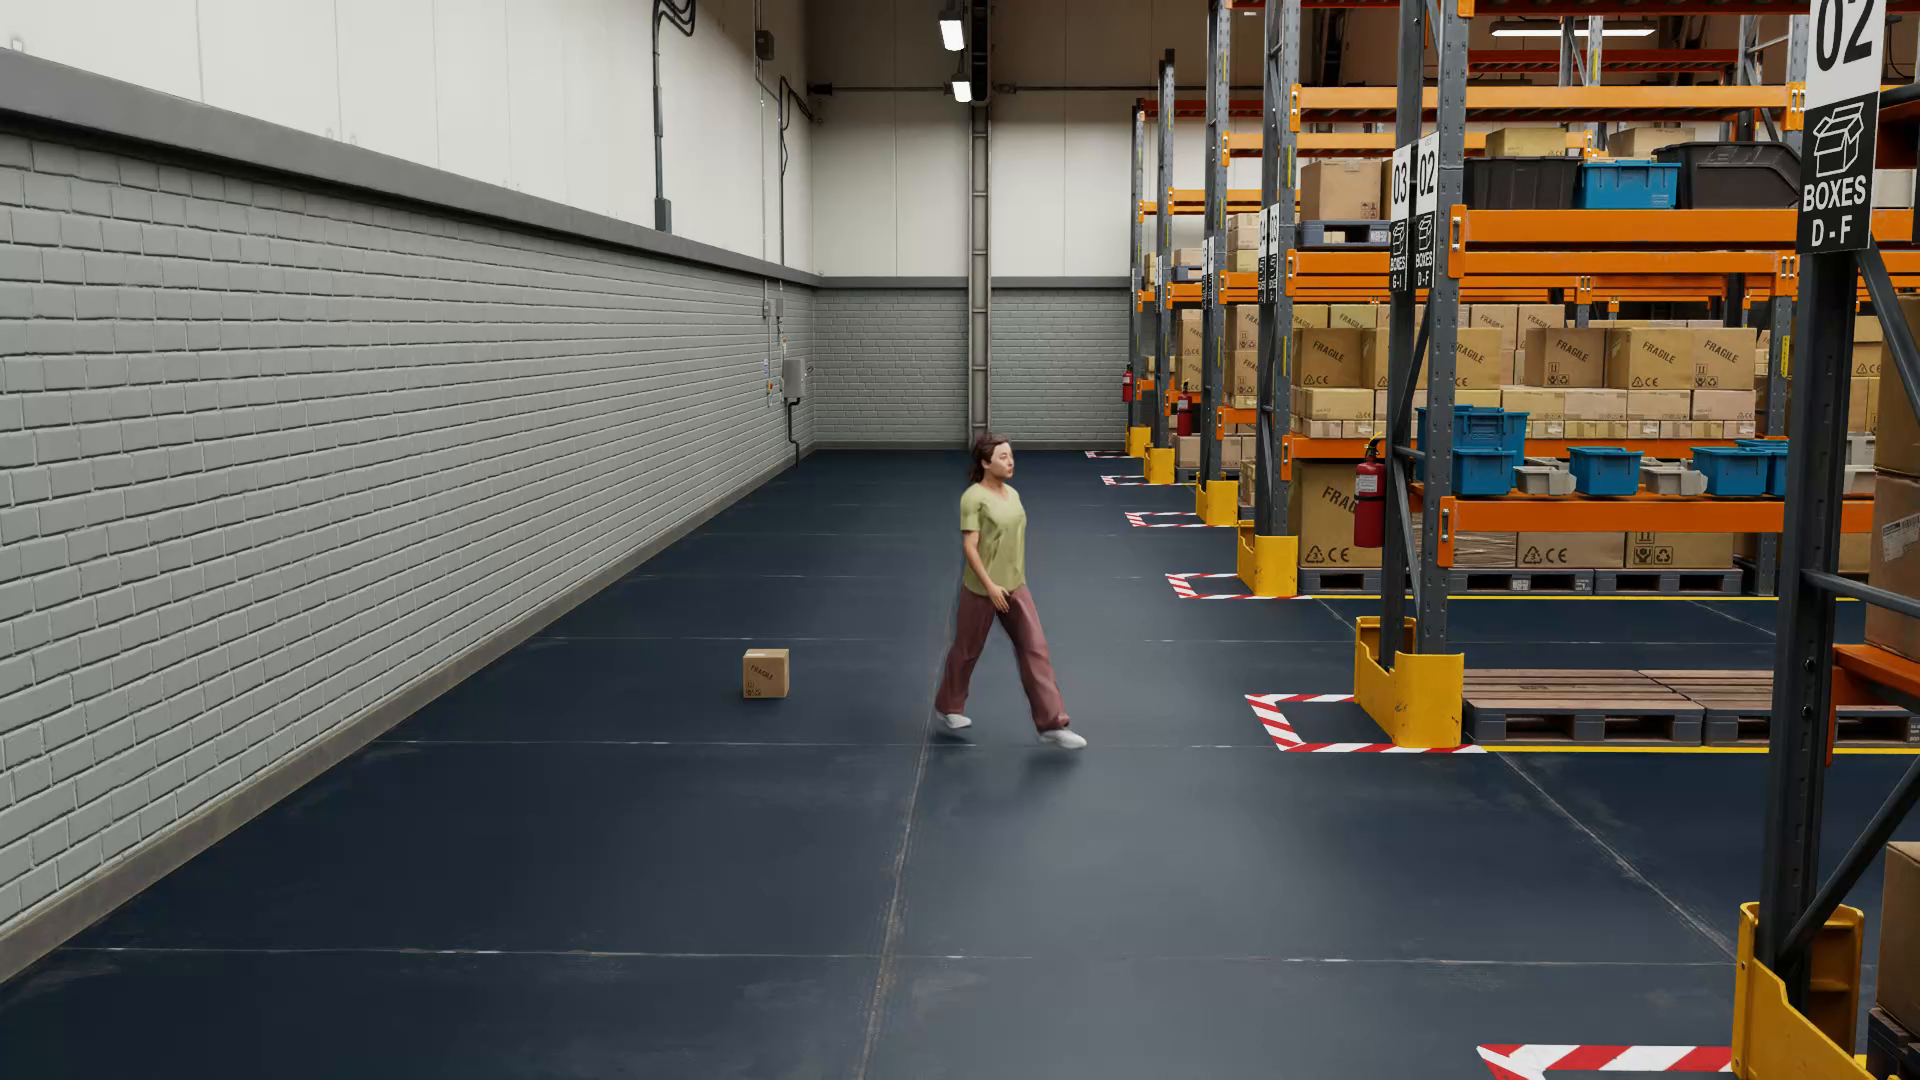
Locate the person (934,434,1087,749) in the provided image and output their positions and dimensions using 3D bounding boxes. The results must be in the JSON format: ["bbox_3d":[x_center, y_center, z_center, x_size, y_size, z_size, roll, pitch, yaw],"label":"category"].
[{"bbox_3d":[0.227,0.252,8.708,0.458,1.605,1.027,-6,10,-41],"label":"person"}]
